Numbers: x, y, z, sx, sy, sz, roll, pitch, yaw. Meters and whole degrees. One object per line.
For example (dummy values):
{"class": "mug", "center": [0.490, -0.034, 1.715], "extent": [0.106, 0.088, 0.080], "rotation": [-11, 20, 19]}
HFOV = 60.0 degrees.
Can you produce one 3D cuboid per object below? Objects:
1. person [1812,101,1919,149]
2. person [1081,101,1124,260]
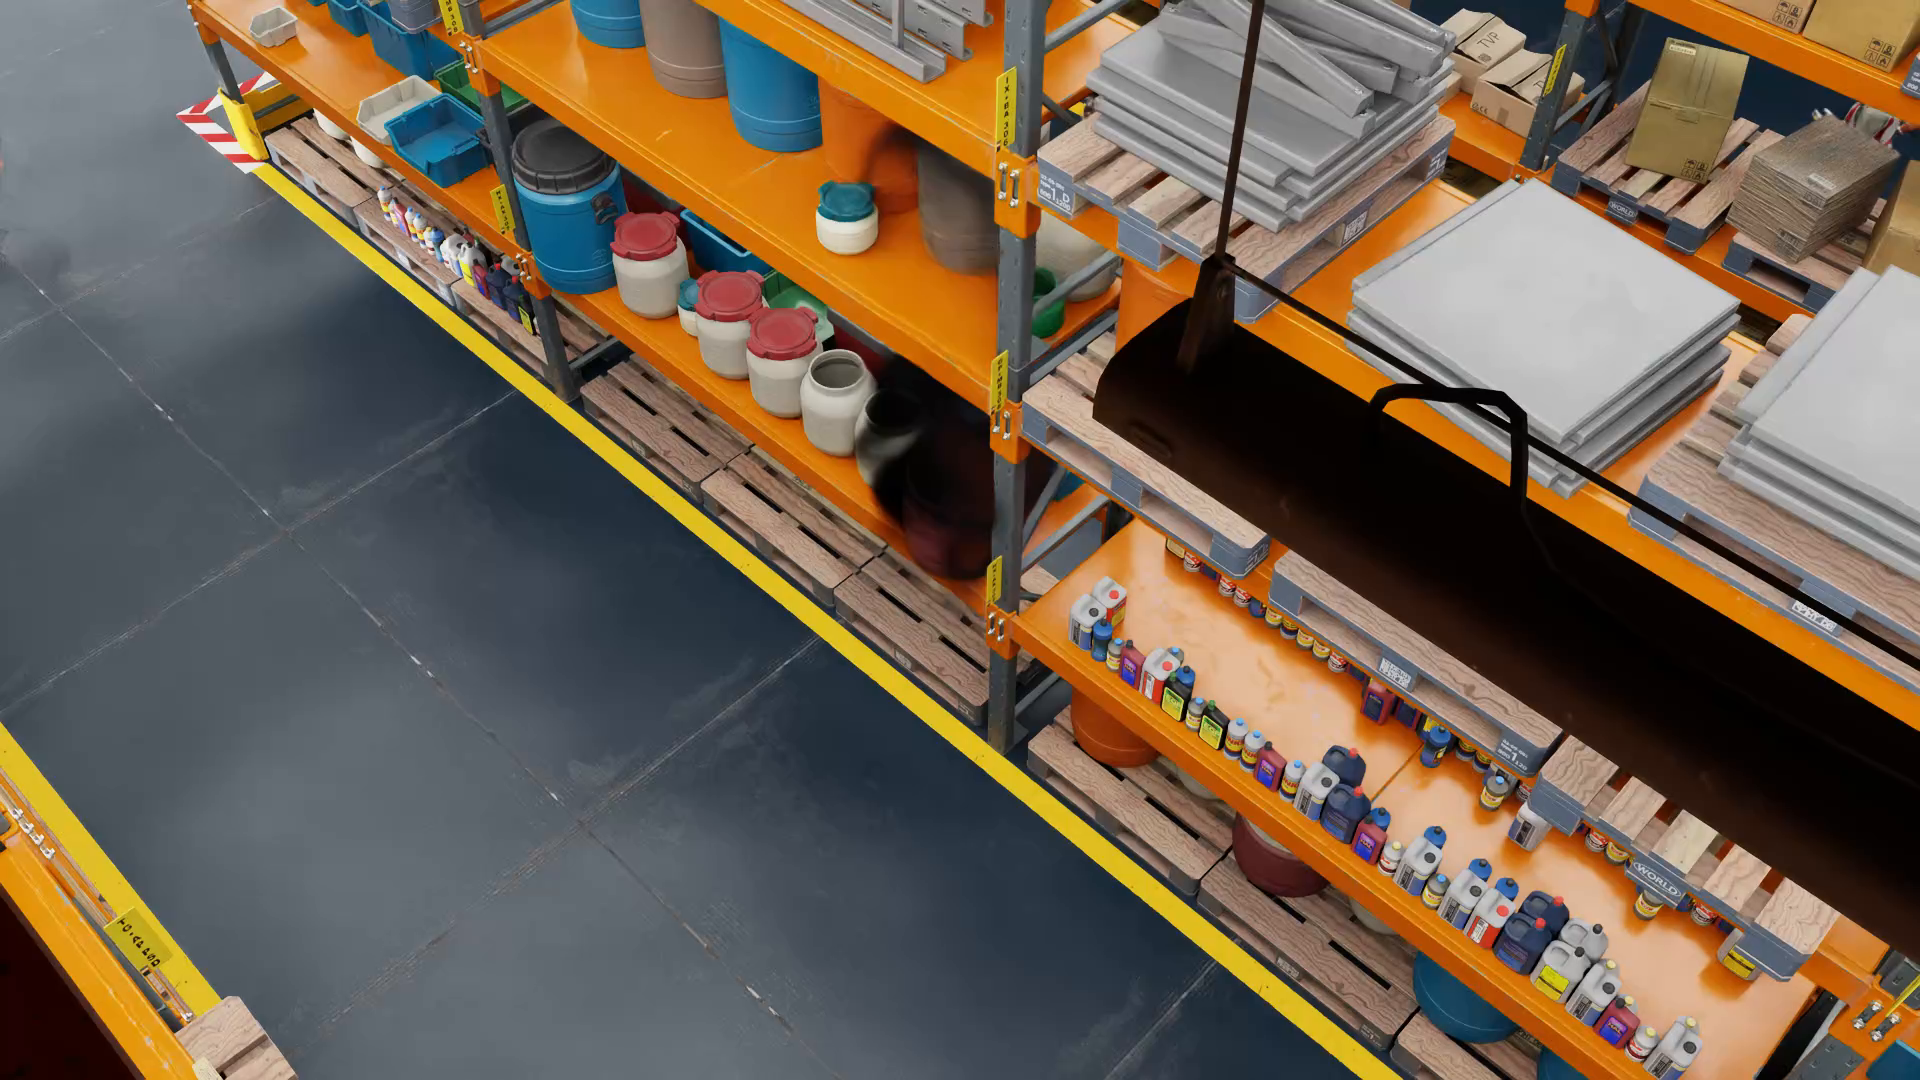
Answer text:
{"class": "person", "center": [6.124, -2.565, 11.351], "extent": [0.652, 1.805, 0.983], "rotation": [-37, 59, -27]}
{"class": "person", "center": [1.105, -1.987, 10.670], "extent": [0.935, 1.653, 0.615], "rotation": [33, 58, 25]}
